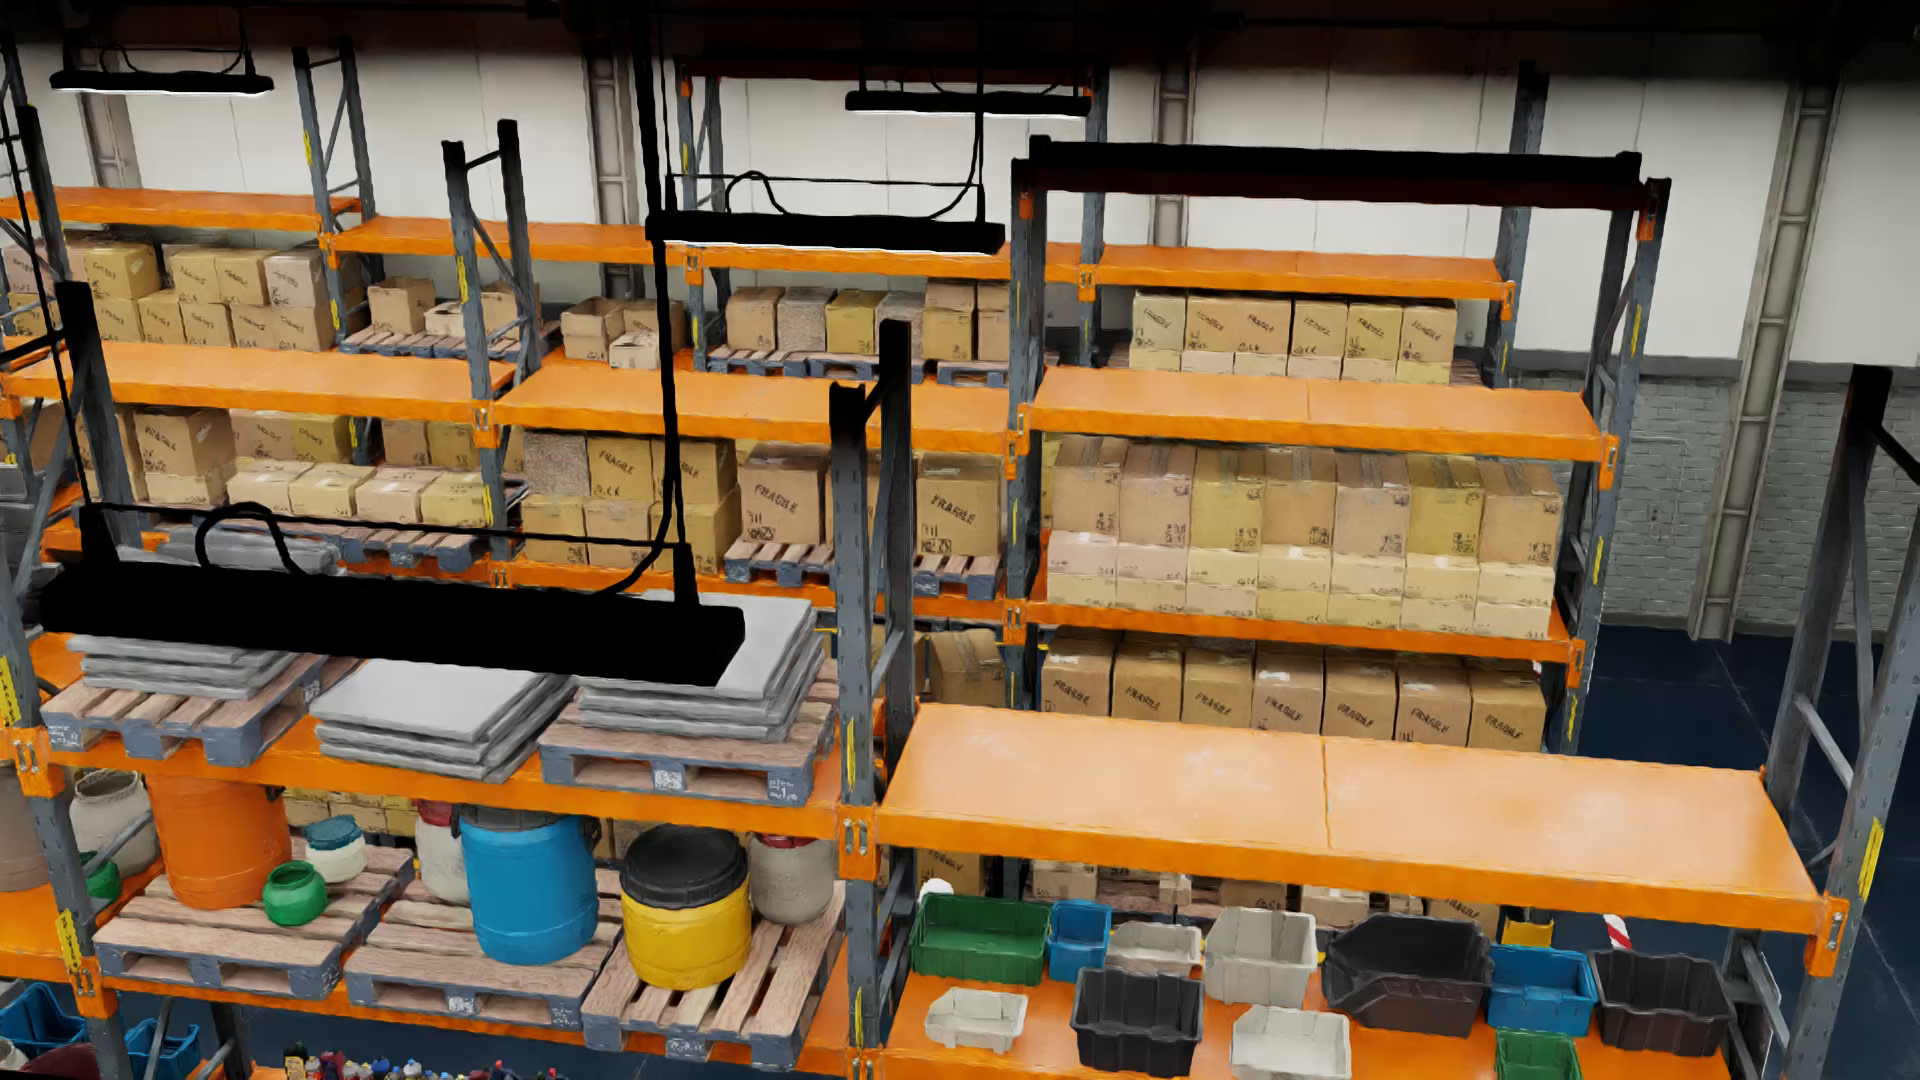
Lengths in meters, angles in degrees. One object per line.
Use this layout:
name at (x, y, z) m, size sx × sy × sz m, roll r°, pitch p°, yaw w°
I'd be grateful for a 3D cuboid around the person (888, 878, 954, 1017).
person at (-0.195, 3.018, 10.991) m, size 0.569 × 1.770 × 0.447 m, roll -6°, pitch 24°, yaw -14°
